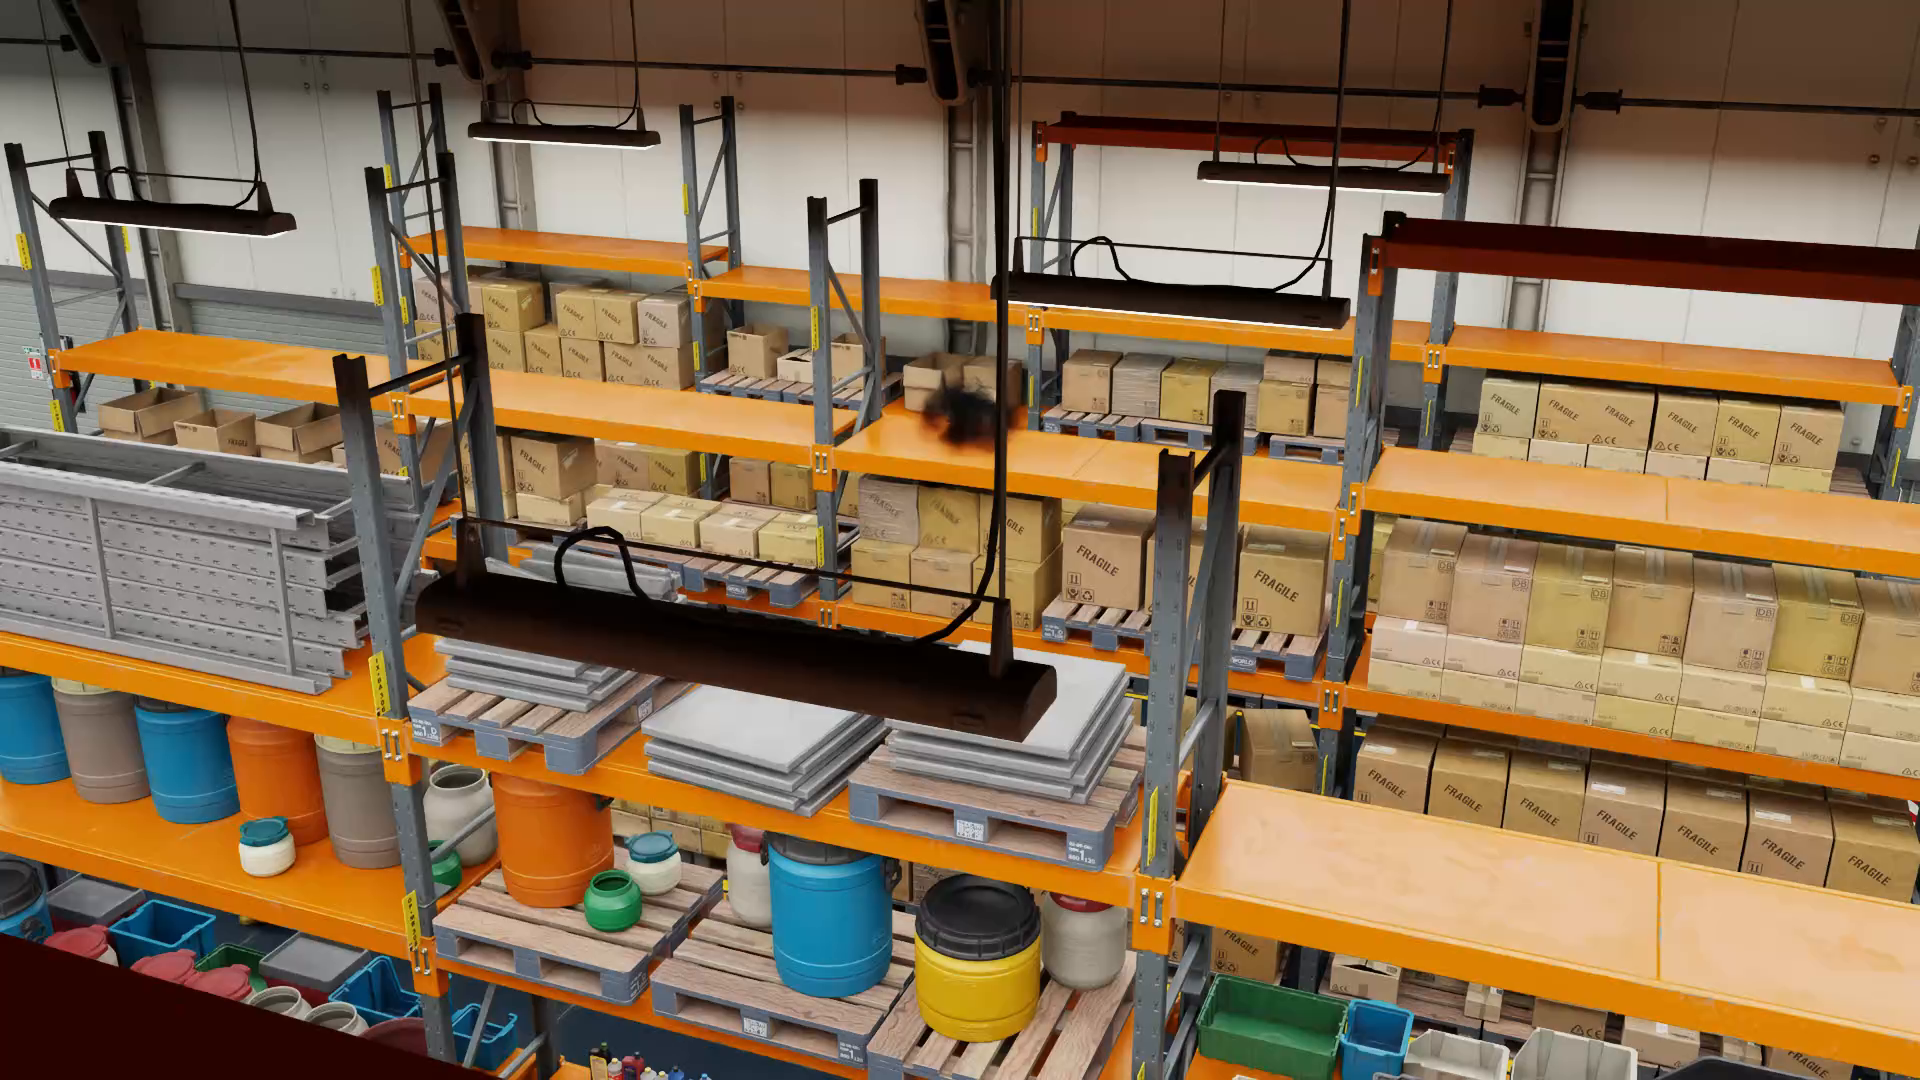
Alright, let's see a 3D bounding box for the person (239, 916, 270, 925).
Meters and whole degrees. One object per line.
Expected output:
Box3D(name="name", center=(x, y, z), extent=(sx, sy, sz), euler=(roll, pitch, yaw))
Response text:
Box3D(name="person", center=(-5.686, 2.430, 13.612), extent=(0.772, 1.740, 0.726), euler=(1, 21, 4))
